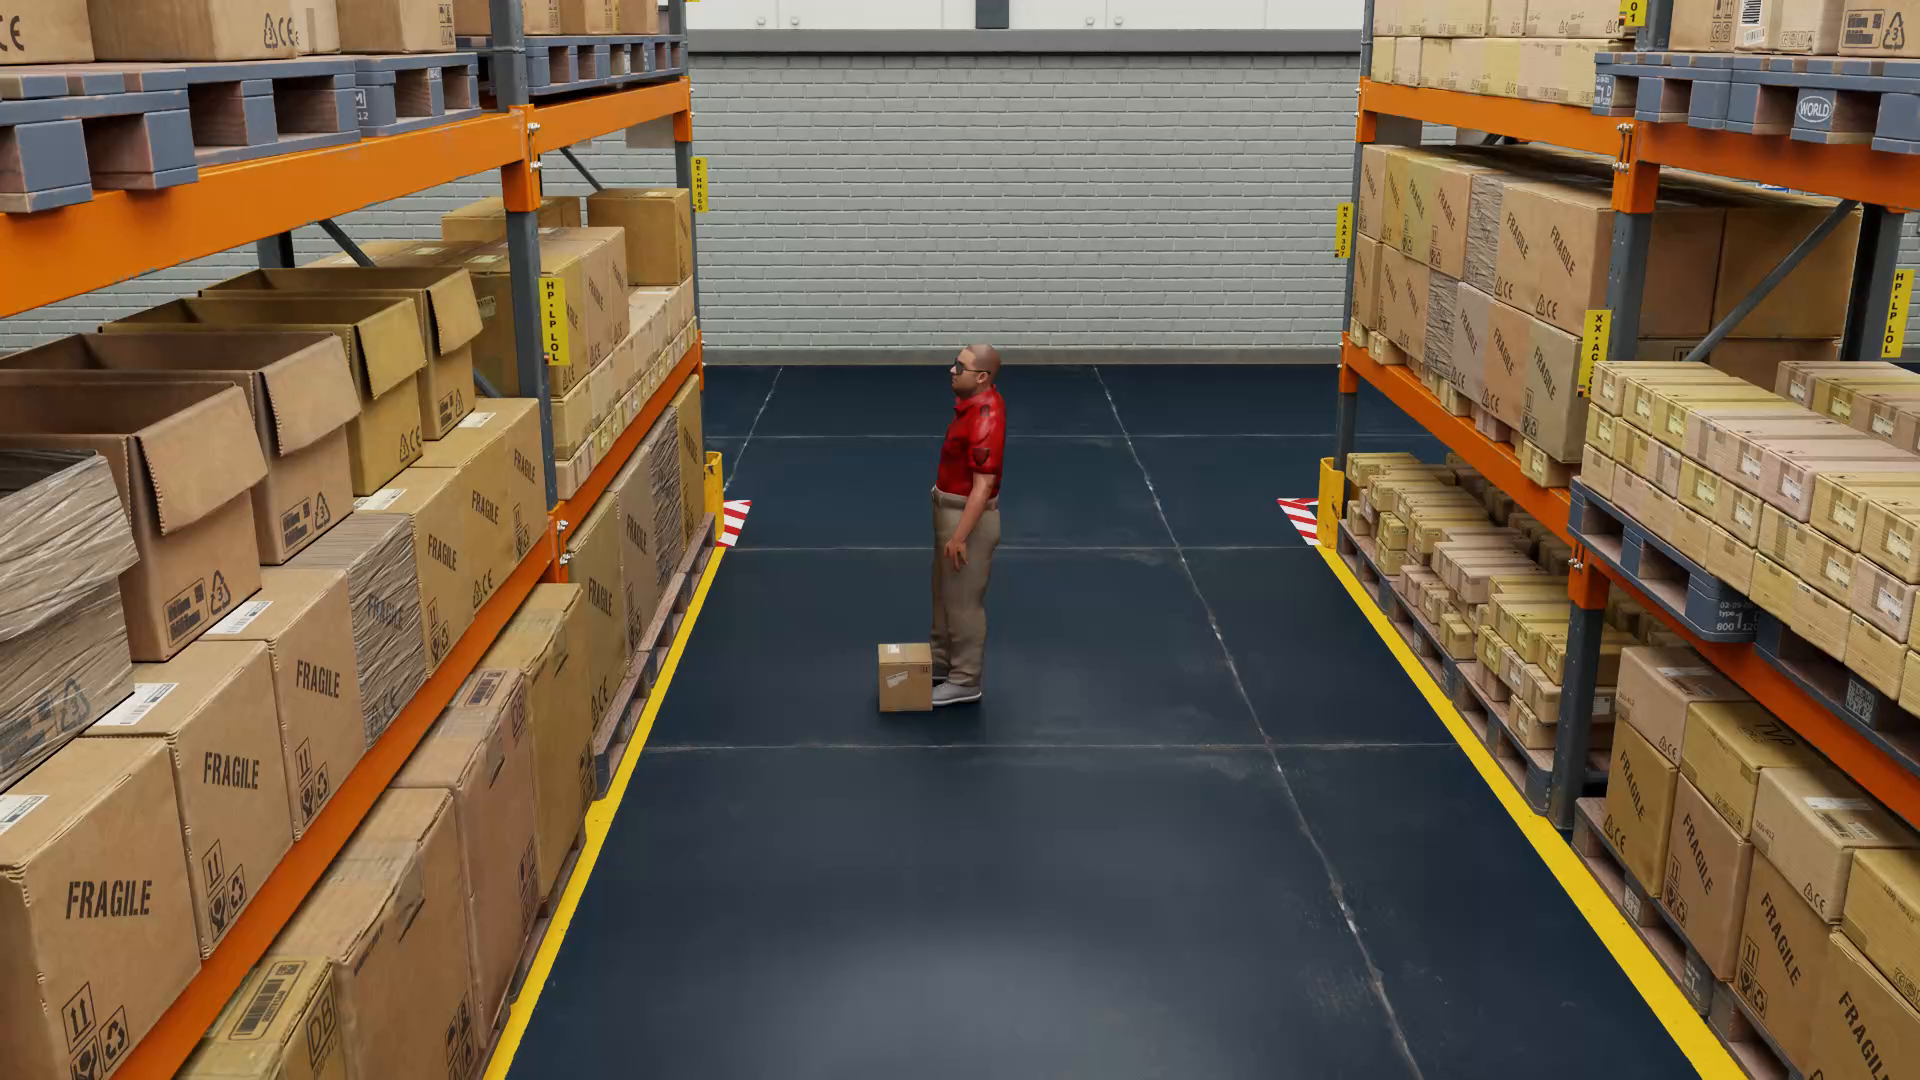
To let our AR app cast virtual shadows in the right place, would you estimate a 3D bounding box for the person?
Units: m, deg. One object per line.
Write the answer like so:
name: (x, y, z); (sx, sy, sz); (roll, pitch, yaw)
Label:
person: (-0.061, -0.070, 7.770); (0.550, 1.728, 0.642); (0, 17, -1)
